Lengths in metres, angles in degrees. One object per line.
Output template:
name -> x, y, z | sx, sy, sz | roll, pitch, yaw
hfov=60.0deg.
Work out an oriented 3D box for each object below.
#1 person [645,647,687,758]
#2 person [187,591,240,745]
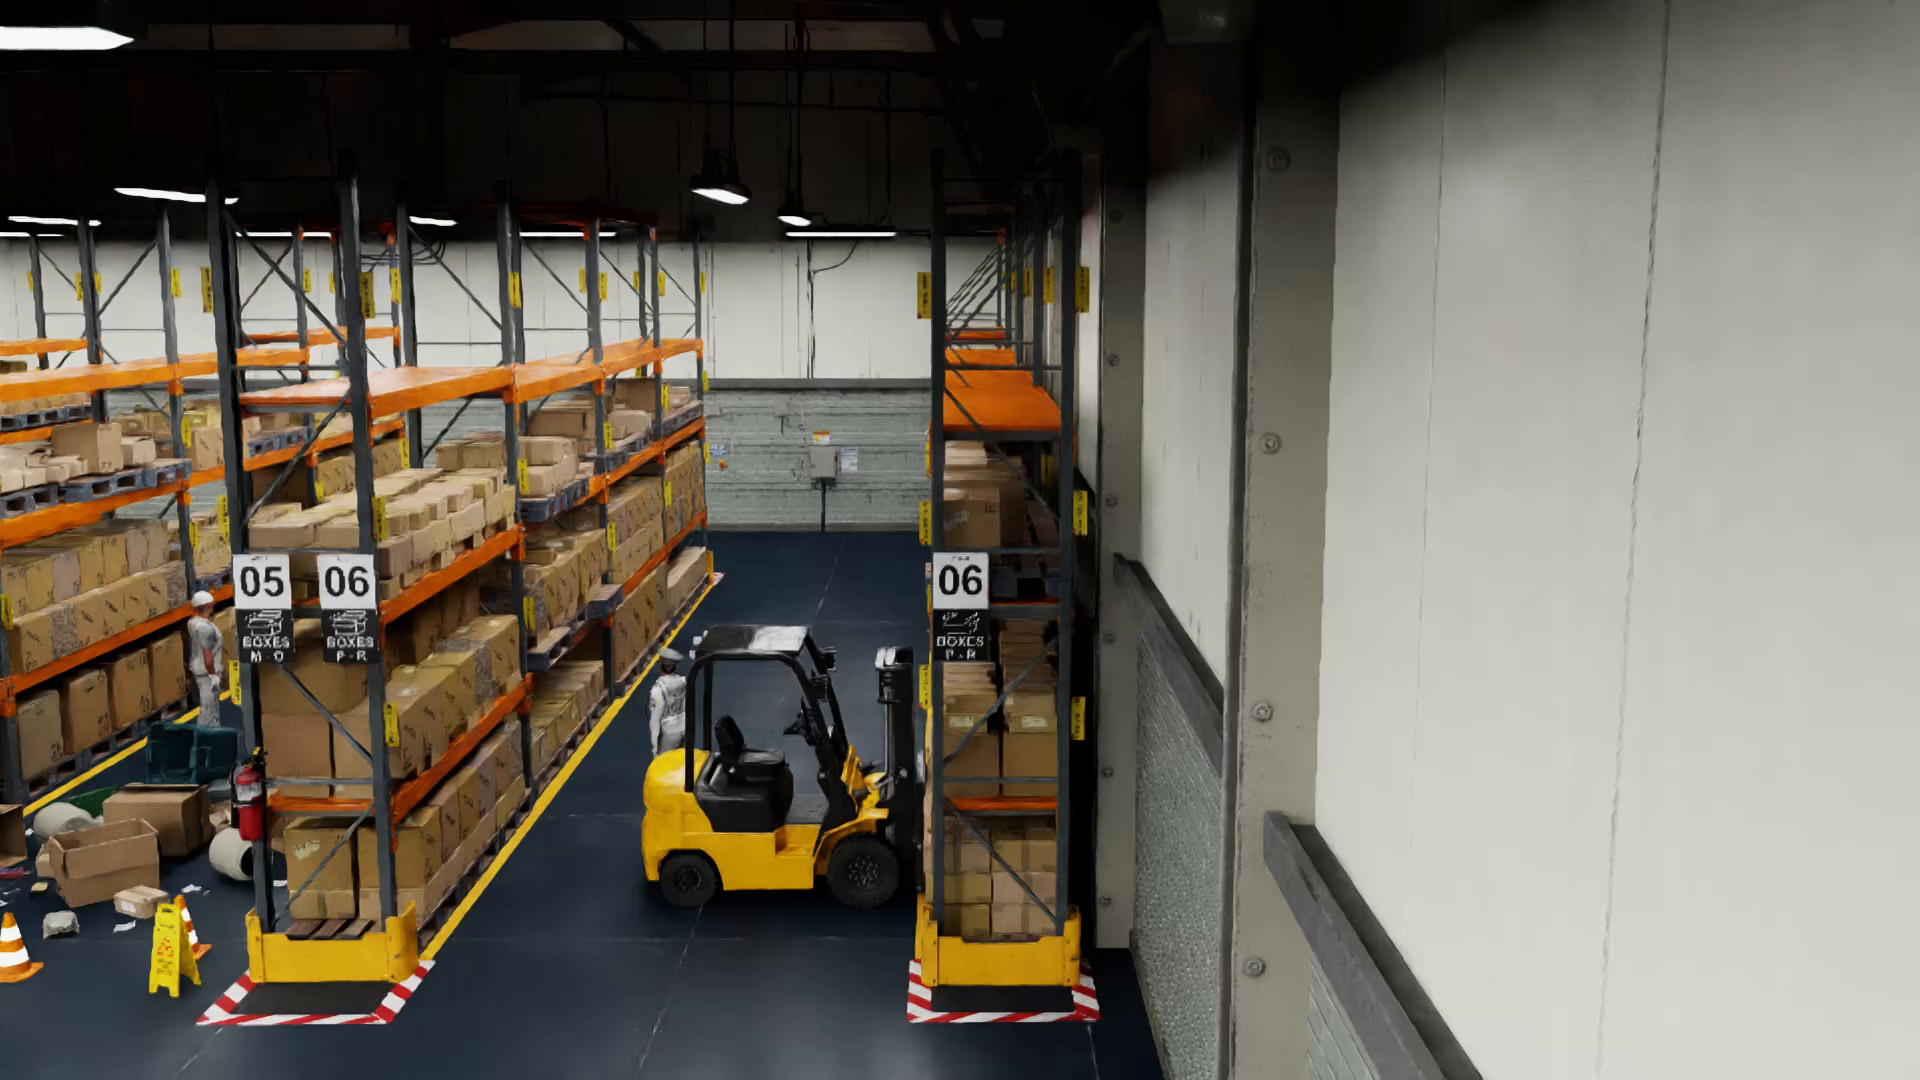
person -> -2.761, 1.854, 15.634 | 0.459, 1.664, 0.515 | 5, 10, 29
person -> -8.032, 1.423, 17.863 | 0.432, 1.787, 0.597 | -6, 11, -31
